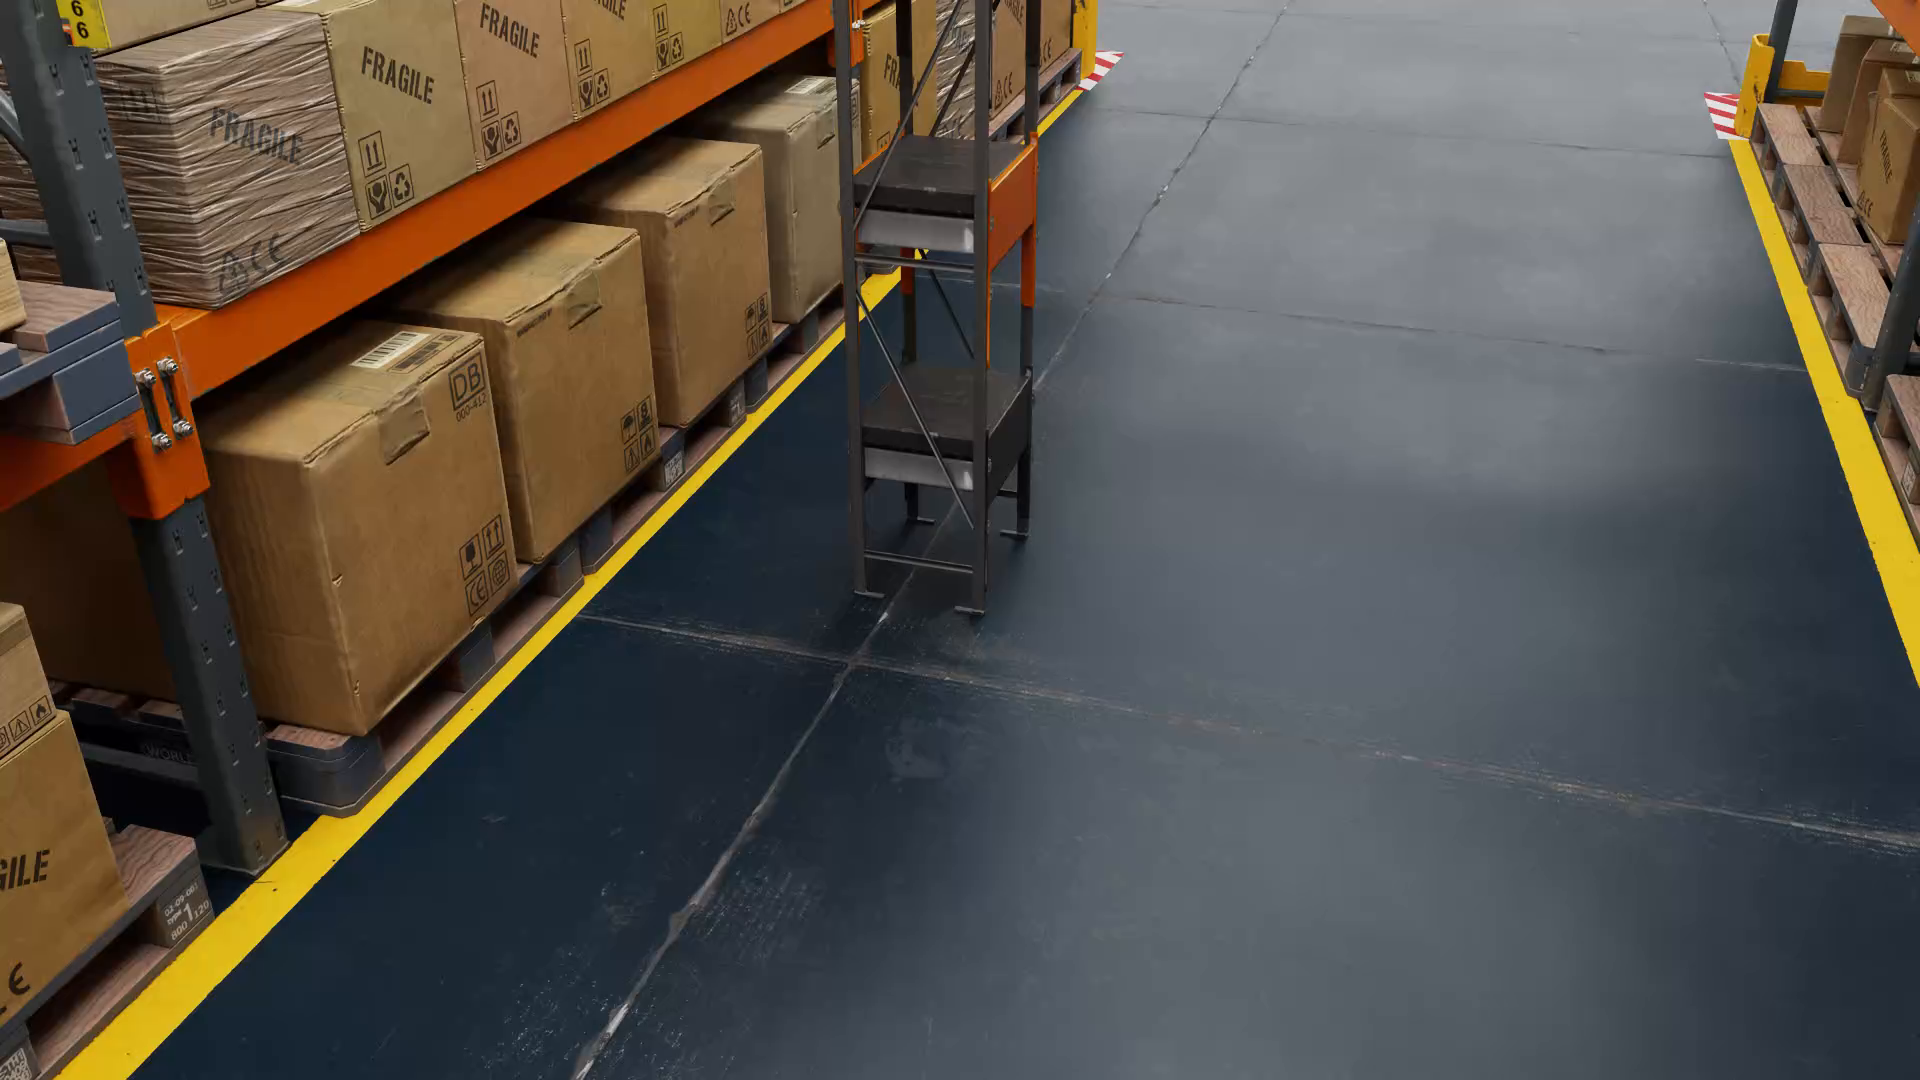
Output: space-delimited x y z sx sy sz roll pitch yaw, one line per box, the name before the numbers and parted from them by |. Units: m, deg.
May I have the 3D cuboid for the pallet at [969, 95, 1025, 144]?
pallet | -0.254 -2.177 8.947 1.003 0.211 1.213 8 30 15

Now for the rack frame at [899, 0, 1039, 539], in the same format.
rack frame | 0.023 -0.954 4.805 0.400 2.100 0.015 8 30 15

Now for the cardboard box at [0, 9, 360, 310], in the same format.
cardboard box | -1.692 -0.840 3.571 0.500 0.500 0.500 9 30 15

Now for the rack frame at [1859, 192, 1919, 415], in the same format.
rack frame | 3.804 -1.730 5.275 1.000 3.000 0.127 8 30 15

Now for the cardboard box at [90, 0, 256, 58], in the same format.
cardboard box | -1.941 -1.314 3.395 0.700 0.500 0.500 8 30 15

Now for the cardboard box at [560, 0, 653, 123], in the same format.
cardboard box | -1.249 -1.542 4.834 0.500 0.500 0.500 8 30 14

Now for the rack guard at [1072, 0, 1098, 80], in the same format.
rack guard | 0.273 -3.263 10.601 1.175 0.500 0.348 8 30 15

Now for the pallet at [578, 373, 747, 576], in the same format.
pallet | -1.419 -0.328 5.623 1.003 0.211 1.213 8 30 15

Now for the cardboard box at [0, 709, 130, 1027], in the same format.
cardboard box | -2.025 0.626 3.179 0.500 0.500 0.500 8 30 15

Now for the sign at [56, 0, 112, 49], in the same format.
sign | -1.560 -1.024 2.896 0.100 0.325 0.005 8 30 15

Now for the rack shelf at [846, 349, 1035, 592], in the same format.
rack shelf | -0.049 -0.217 4.948 0.431 0.518 0.480 8 30 15

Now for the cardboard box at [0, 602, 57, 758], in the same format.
cardboard box | -2.032 0.310 2.975 0.500 0.250 0.500 8 30 14

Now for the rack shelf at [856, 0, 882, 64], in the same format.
rack shelf | -0.321 -3.100 8.477 1.077 0.370 4.000 8 30 15

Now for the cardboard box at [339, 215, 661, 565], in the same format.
cardboard box | -1.564 -0.503 4.952 1.050 0.750 0.750 9 30 16

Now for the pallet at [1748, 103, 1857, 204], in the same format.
pallet | 4.684 -1.963 8.561 1.003 0.211 1.213 8 30 15

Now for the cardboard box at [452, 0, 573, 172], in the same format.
cardboard box | -1.397 -1.311 4.418 0.500 0.500 0.500 8 30 15

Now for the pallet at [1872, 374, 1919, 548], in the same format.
pallet | 3.577 -0.150 5.302 1.003 0.211 1.213 8 30 15

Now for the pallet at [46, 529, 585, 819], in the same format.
pallet | -1.778 0.237 4.607 1.003 0.211 1.213 8 30 15

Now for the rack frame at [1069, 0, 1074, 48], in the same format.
rack frame | 0.266 -4.344 9.973 1.000 3.000 0.127 8 30 15

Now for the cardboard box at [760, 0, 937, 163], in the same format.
cardboard box | -0.656 -2.022 7.553 0.875 0.875 0.875 9 30 16

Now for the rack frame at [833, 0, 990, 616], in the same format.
rack frame | -0.120 -0.727 4.397 0.400 2.100 0.015 8 30 15

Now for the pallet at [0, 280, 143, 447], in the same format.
pallet | -2.189 -0.196 2.714 1.213 0.211 1.003 8 30 15

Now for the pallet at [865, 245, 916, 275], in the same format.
pallet | -0.610 -1.609 7.925 1.003 0.211 1.213 8 30 15

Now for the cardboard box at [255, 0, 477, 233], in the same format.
cardboard box | -1.546 -1.077 3.997 0.500 0.500 0.500 8 30 14

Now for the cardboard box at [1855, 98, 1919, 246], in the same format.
cardboard box | 4.228 -1.569 7.124 0.500 0.500 0.500 6 30 10

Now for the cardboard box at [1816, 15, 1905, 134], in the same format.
cardboard box | 4.779 -2.393 8.605 0.500 0.500 0.500 14 32 24

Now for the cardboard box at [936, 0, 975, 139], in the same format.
cardboard box | -0.395 -2.442 8.307 0.875 0.875 0.875 9 30 15

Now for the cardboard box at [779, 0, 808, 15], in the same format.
cardboard box | -0.805 -2.248 6.103 0.500 0.500 0.500 8 30 15

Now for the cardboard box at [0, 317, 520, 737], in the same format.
cardboard box | -1.817 -0.097 4.220 1.050 0.750 0.750 8 30 14

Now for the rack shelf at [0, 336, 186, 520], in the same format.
rack shelf | -2.669 0.618 1.794 1.077 0.370 4.000 8 30 15

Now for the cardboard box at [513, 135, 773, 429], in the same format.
cardboard box | -1.291 -0.936 5.730 1.050 0.750 0.750 8 30 15

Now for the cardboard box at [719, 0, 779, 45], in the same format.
cardboard box | -0.954 -2.013 5.681 0.500 0.500 0.500 8 30 14

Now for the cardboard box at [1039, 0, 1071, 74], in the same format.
cardboard box | 0.130 -3.274 9.804 0.875 0.875 0.875 9 30 15

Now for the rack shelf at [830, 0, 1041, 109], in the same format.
rack shelf | -0.049 -1.440 4.268 0.431 0.518 0.480 8 30 15

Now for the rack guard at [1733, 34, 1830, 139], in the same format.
rack guard | 4.956 -2.462 9.161 1.175 0.500 0.348 8 30 15

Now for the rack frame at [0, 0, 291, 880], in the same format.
rack frame | -2.082 -0.626 3.290 1.000 3.000 0.127 8 30 15

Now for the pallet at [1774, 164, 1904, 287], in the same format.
pallet | 4.324 -1.398 7.545 1.003 0.211 1.213 8 30 15

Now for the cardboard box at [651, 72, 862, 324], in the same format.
cardboard box | -1.004 -1.384 6.535 1.050 0.750 0.750 8 30 15

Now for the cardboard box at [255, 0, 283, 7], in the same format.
cardboard box | -1.793 -1.549 3.818 0.700 0.500 0.500 8 30 14

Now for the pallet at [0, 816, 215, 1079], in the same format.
pallet | -2.313 0.955 3.315 1.003 0.211 1.213 8 30 15

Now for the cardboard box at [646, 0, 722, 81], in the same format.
cardboard box | -1.102 -1.778 5.258 0.500 0.500 0.500 9 30 15

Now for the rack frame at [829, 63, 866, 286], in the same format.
rack frame | -0.908 -2.485 6.632 1.000 3.000 0.127 8 30 15

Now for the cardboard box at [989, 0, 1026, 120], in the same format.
cardboard box | -0.126 -2.865 9.069 0.875 0.875 0.875 8 30 14

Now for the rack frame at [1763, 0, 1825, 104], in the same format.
rack frame | 4.978 -3.589 8.616 1.000 3.000 0.127 8 30 15

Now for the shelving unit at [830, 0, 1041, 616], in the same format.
shelving unit | -0.049 -0.841 4.601 0.431 2.100 0.503 8 30 15

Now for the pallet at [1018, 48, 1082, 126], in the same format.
pallet | 0.106 -2.743 9.963 1.003 0.211 1.213 8 30 15

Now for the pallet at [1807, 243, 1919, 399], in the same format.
pallet | 3.967 -0.829 6.523 1.003 0.211 1.213 8 30 15

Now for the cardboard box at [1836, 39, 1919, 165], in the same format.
cardboard box | 4.636 -2.110 8.096 0.500 0.500 0.500 17 33 28

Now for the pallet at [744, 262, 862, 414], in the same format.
pallet | -1.062 -0.897 6.646 1.003 0.211 1.213 8 30 15

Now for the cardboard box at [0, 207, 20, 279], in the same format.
cardboard box | -2.206 -0.917 3.711 0.500 0.500 0.500 8 30 15

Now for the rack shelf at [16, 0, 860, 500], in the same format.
rack shelf | -1.495 -1.241 5.136 1.077 0.370 4.000 8 30 15

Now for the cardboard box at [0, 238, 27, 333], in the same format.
cardboard box | -1.787 -0.405 2.719 0.380 0.149 0.250 9 30 16

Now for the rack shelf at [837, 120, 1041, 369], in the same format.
rack shelf | -0.049 -0.829 4.608 0.431 0.518 0.480 8 30 15

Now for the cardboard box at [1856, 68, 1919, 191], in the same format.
cardboard box | 4.434 -1.822 7.578 0.500 0.500 0.500 11 31 20
